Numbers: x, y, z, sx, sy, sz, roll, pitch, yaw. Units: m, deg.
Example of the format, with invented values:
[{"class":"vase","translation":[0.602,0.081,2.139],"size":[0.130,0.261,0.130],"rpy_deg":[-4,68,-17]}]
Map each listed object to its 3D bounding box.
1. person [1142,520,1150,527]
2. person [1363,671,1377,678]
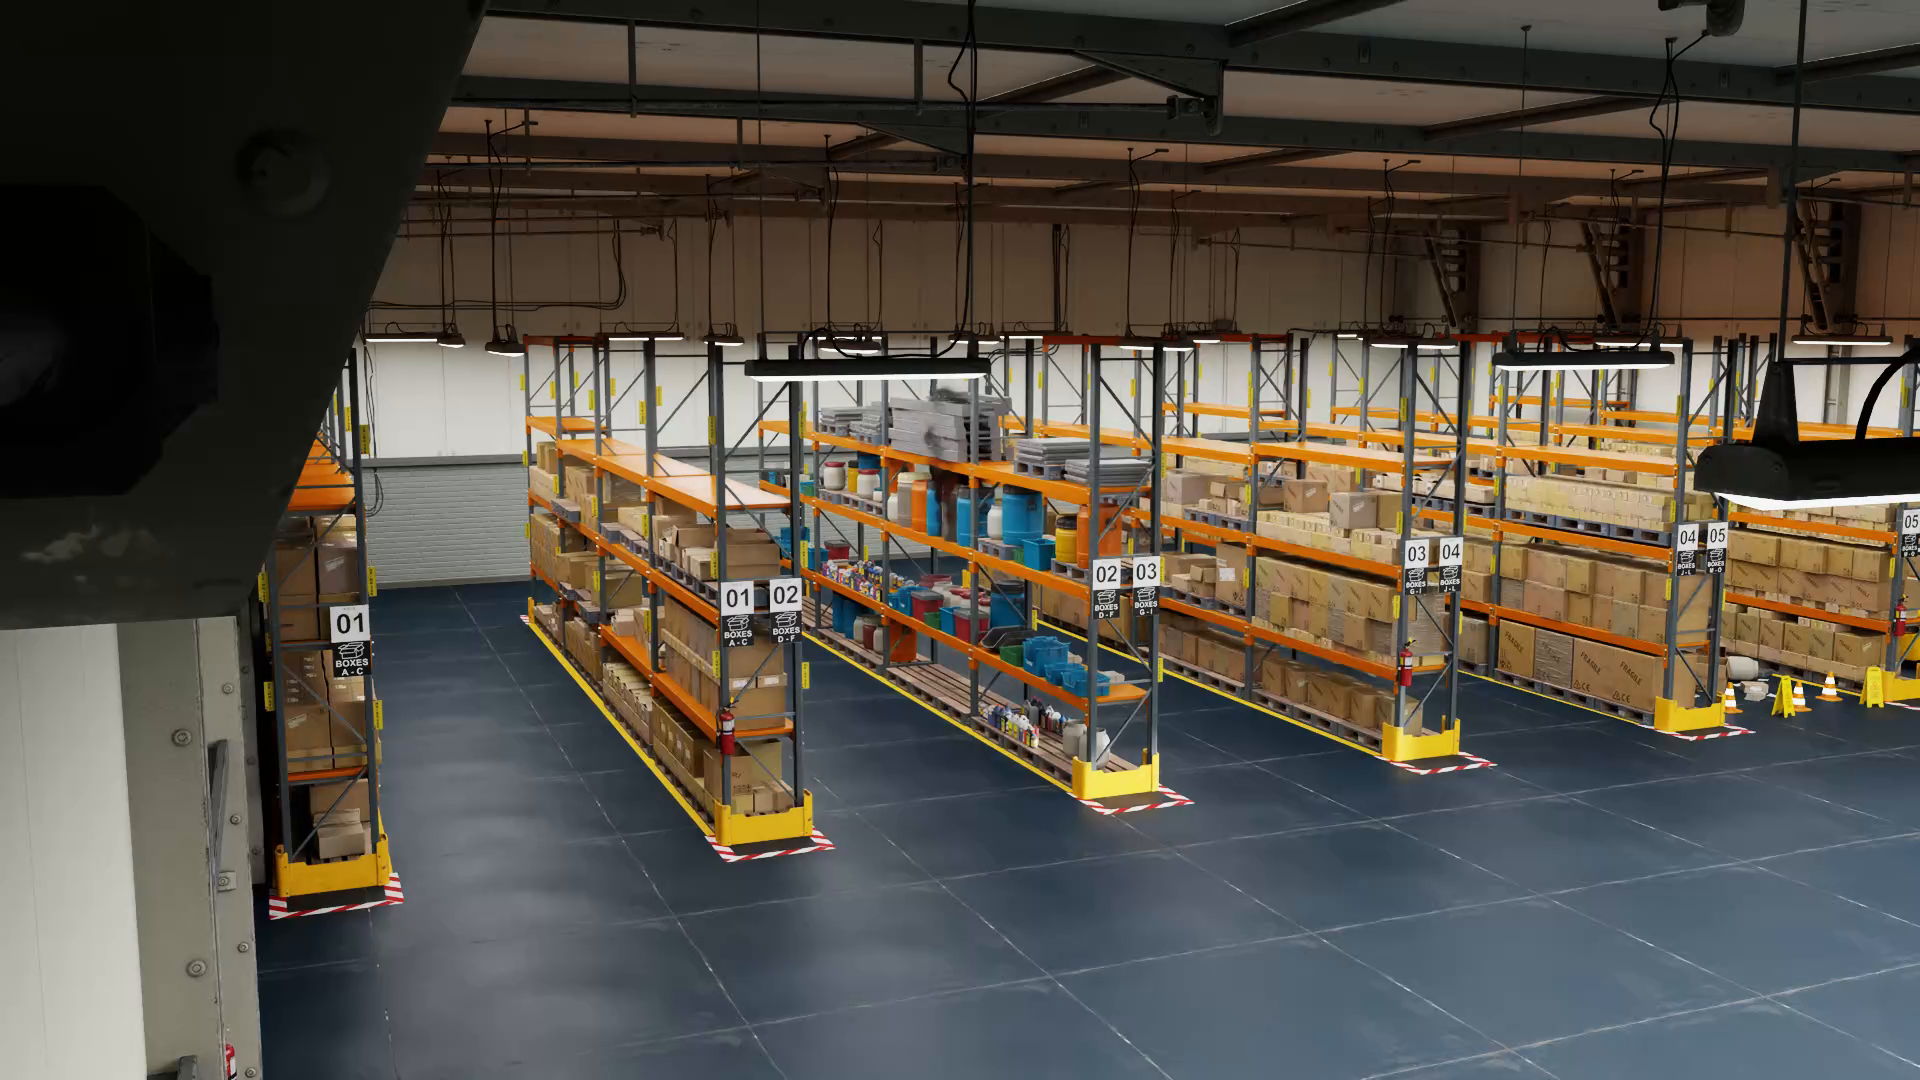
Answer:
[{"class":"person","translation":[4.259,0.393,38.227],"size":[0.700,1.748,0.673],"rpy_deg":[-1,8,-9]},{"class":"person","translation":[7.251,1.547,29.834],"size":[0.716,1.734,0.952],"rpy_deg":[-4,9,-28]}]
